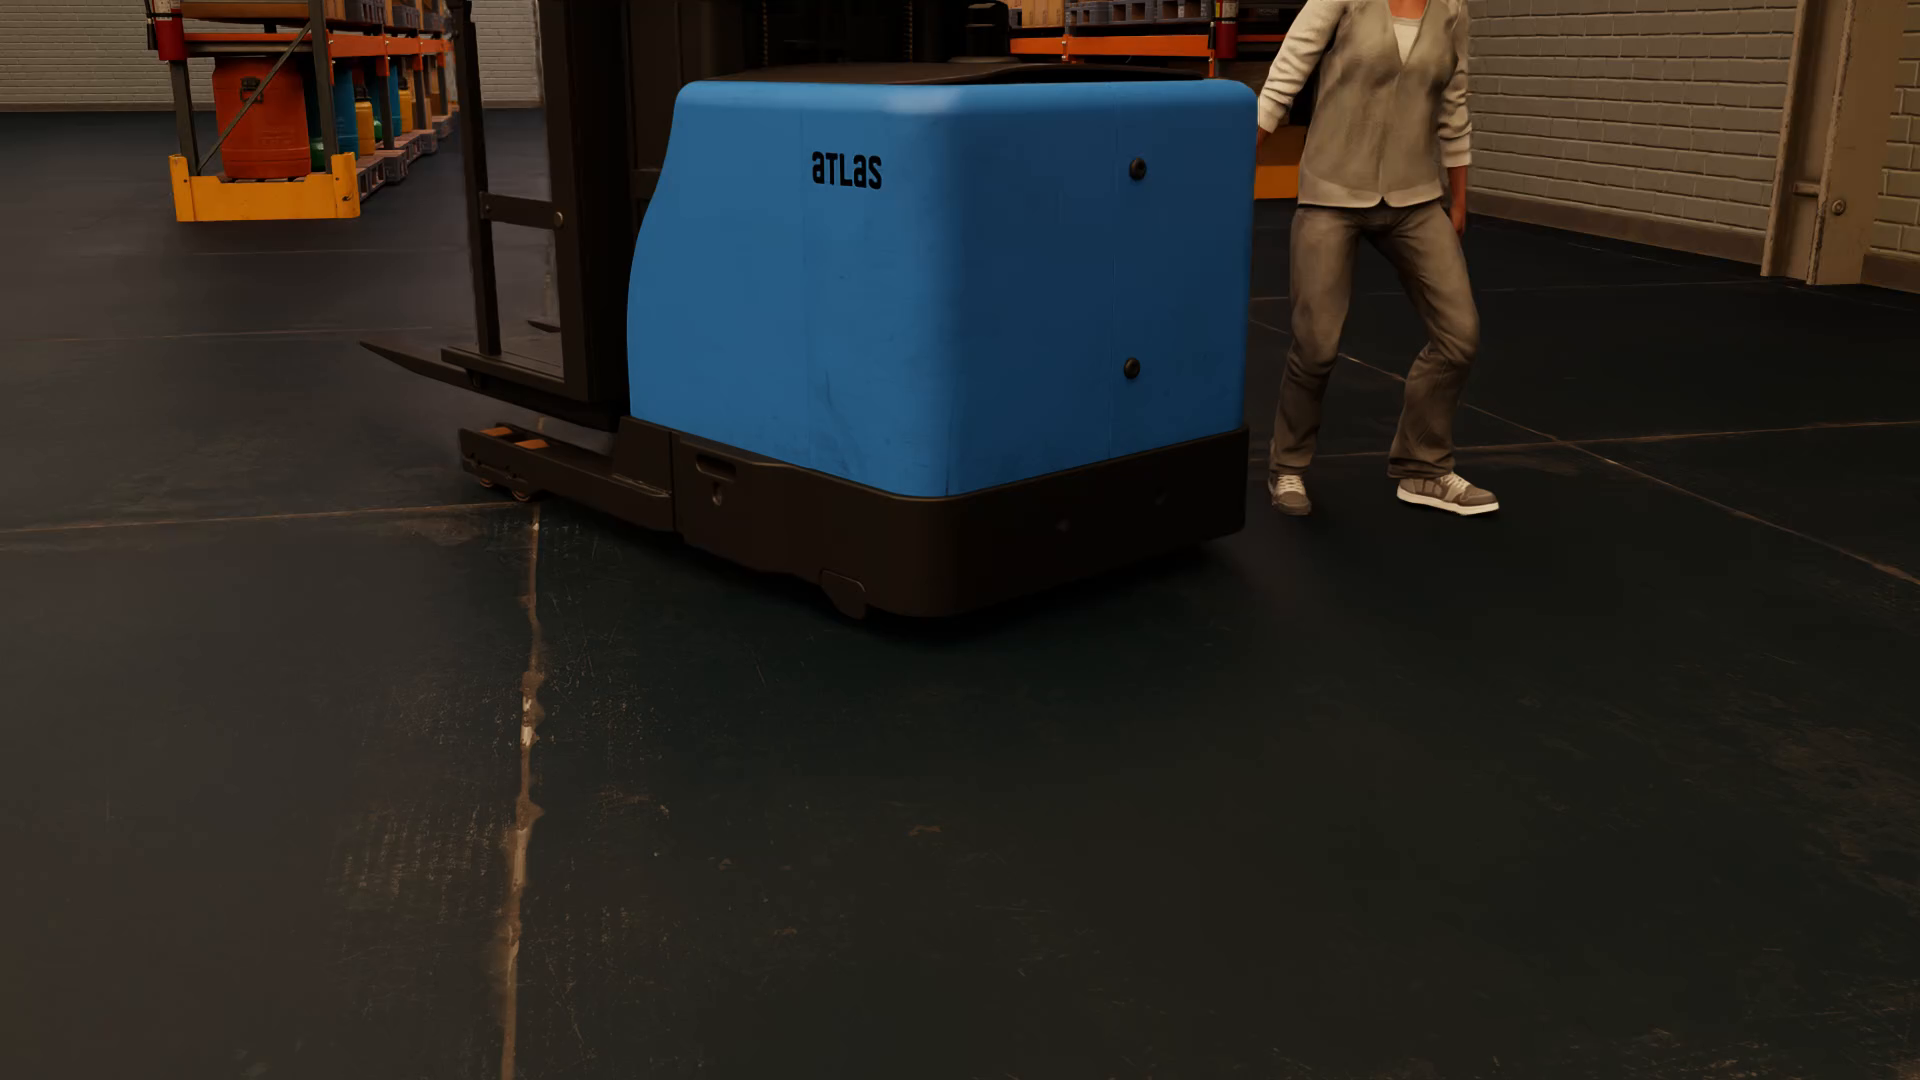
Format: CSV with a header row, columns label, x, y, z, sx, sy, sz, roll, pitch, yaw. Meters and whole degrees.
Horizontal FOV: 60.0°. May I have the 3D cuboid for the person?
label,x,y,z,sx,sy,sz,roll,pitch,yaw
person,0.997,-0.808,4.079,0.730,1.564,0.407,-1,17,-4

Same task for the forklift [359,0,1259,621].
label,x,y,z,sx,sy,sz,roll,pitch,yaw
forklift,-0.699,-1.590,4.220,1.130,2.935,3.031,-15,22,-40
